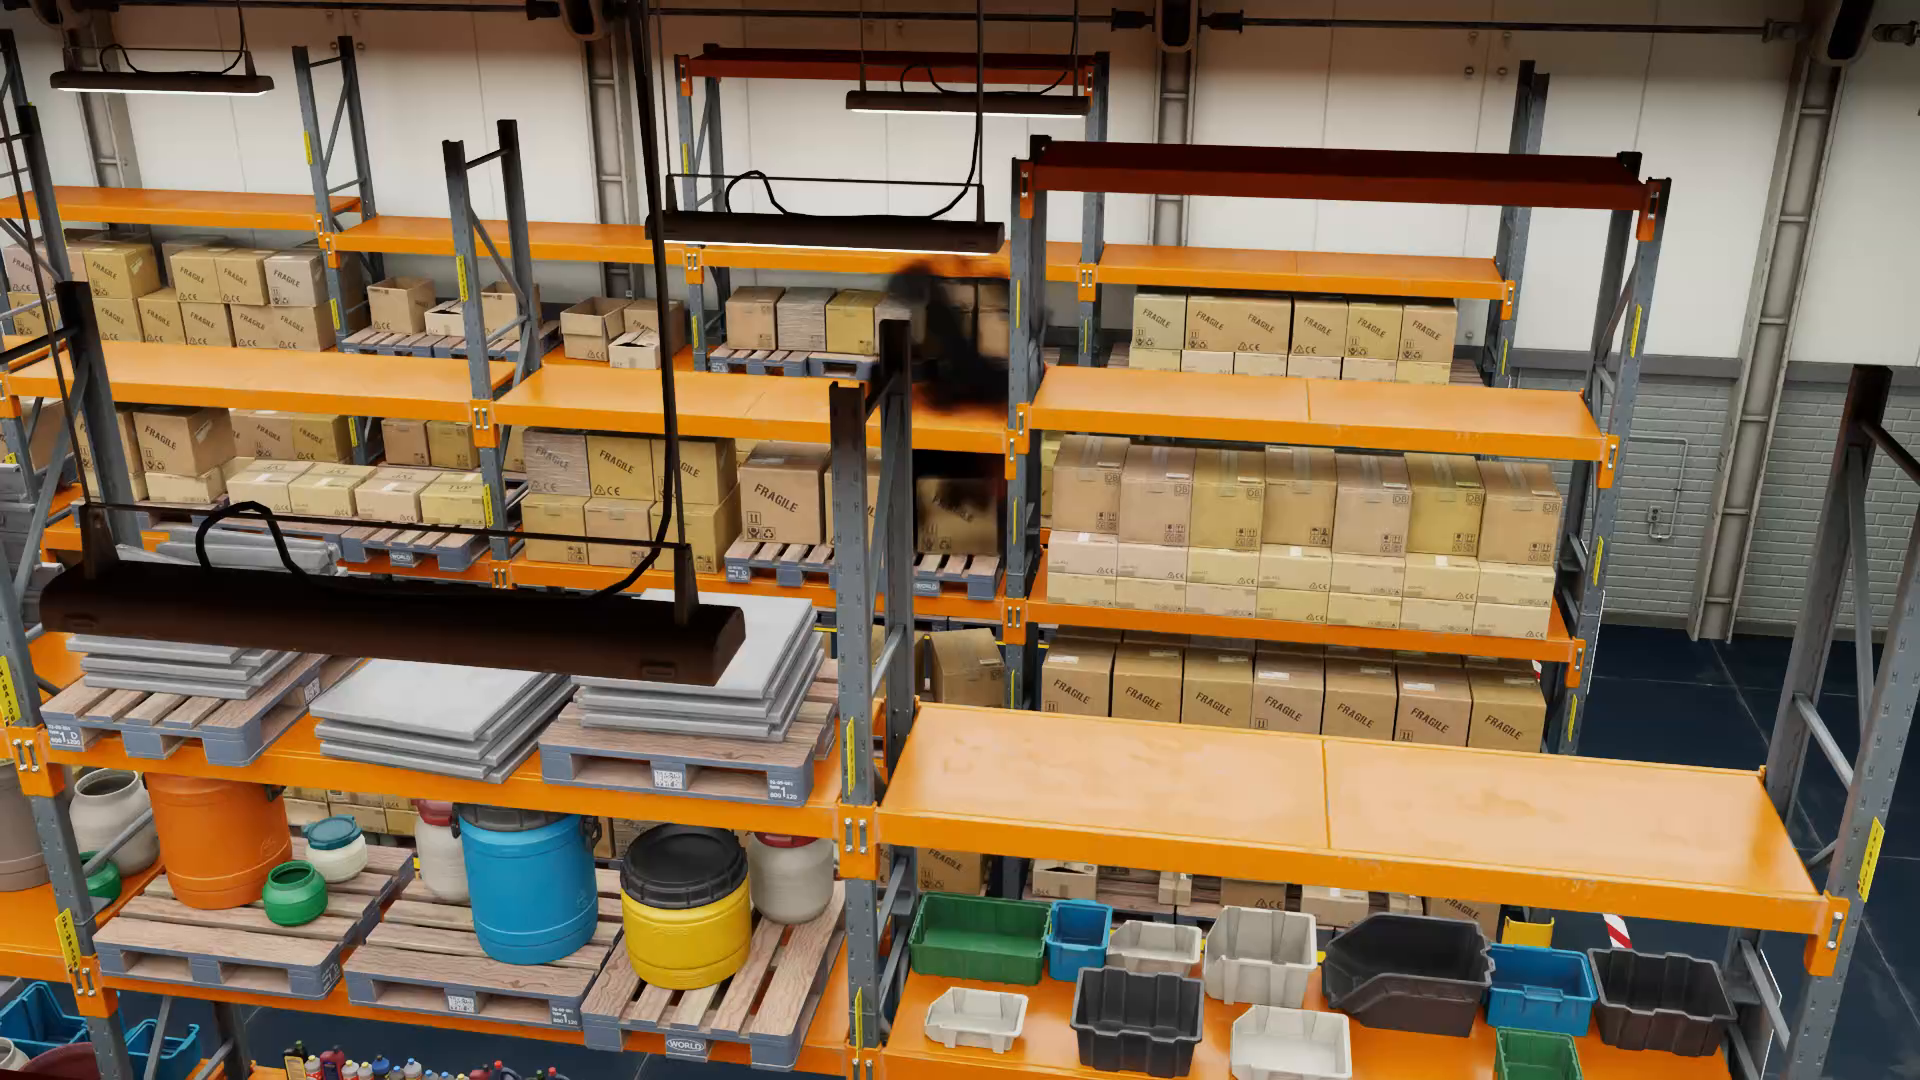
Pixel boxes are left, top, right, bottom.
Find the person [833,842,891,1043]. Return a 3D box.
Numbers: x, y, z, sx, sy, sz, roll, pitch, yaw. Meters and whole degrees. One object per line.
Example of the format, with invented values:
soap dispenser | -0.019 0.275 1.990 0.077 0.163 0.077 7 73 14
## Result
person | -0.832 2.851 11.531 0.693 1.728 0.567 1 23 2
